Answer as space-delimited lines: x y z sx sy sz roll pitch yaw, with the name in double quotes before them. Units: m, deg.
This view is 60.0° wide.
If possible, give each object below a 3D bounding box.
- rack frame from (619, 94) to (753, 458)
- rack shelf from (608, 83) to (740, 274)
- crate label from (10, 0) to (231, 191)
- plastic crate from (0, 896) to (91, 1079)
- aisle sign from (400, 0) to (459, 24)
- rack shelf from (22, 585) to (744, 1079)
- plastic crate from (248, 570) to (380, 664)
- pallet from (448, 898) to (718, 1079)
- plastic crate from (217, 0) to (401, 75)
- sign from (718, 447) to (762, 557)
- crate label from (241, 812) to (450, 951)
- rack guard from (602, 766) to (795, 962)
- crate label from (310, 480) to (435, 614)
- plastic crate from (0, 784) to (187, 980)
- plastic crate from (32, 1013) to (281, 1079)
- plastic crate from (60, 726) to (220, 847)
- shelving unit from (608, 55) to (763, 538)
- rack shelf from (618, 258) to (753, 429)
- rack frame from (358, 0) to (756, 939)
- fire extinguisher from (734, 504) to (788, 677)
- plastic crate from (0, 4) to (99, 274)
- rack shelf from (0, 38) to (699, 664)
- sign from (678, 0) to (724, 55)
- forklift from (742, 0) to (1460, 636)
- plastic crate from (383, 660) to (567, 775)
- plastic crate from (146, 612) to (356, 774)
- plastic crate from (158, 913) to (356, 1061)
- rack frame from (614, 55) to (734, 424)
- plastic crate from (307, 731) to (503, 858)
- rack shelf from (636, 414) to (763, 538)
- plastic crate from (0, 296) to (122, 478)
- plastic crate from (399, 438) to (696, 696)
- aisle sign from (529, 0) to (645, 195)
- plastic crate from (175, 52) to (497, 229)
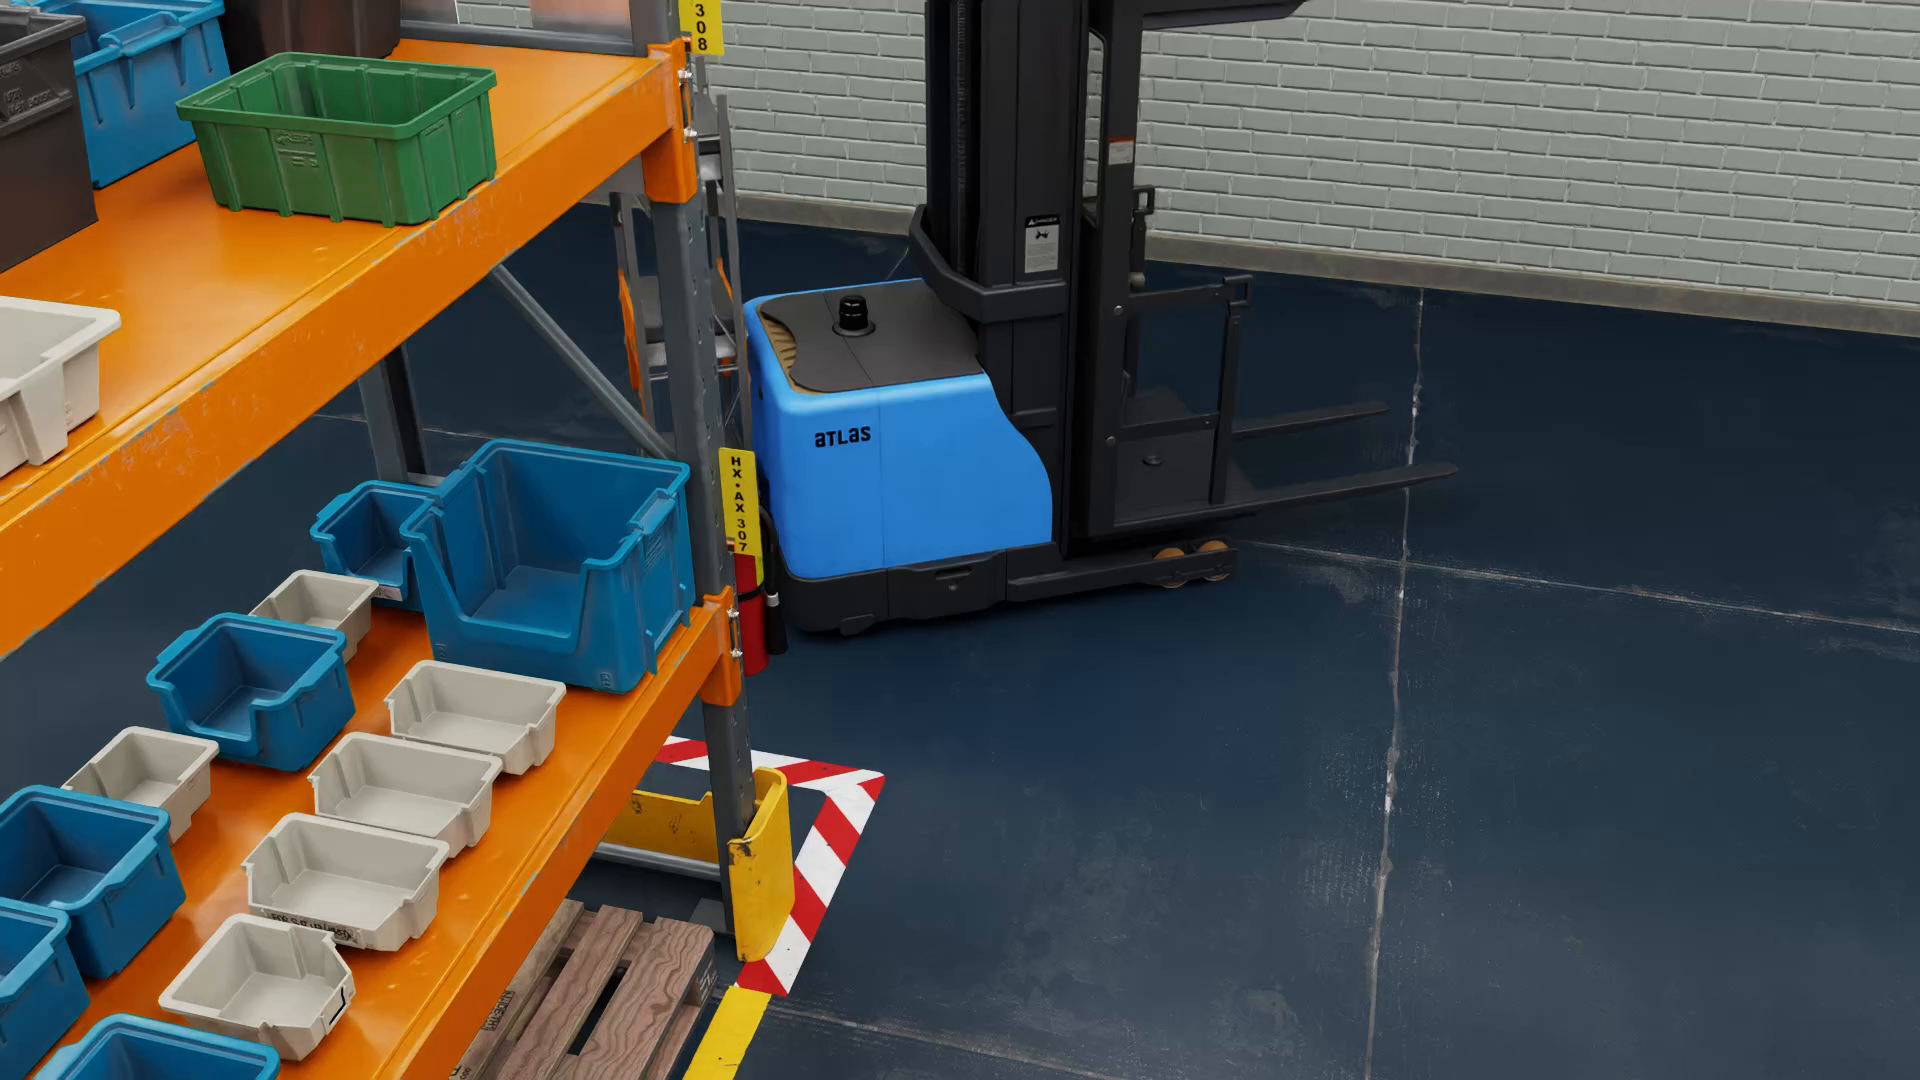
"rack frame" -1.004 -0.630 6.284 0.400 2.100 0.015 -9 34 -14
"rack shelf" -1.073 -1.335 6.114 0.431 0.518 0.480 -9 34 -14
"crate label" -1.671 -0.866 3.158 0.408 0.251 0.502 8 33 12
"plastic crate" -1.916 0.870 3.185 0.416 0.233 0.300 8 33 12
"aisle sign" -1.394 -1.272 4.032 0.394 0.787 0.004 8 33 12
"rack shelf" -1.632 1.244 3.167 1.077 0.370 4.000 8 33 12
"plastic crate" -1.667 0.227 4.287 0.250 0.136 0.298 8 33 12
"pallet" -1.372 1.502 4.690 1.003 0.211 1.213 8 33 12
"plastic crate" -1.492 -1.146 3.583 0.497 0.269 0.590 8 33 12
"sign" -0.588 -0.100 4.459 0.100 0.325 0.005 8 33 12
"crate label" -1.291 0.733 3.491 0.396 0.136 0.243 8 33 12
"rack guard" -1.131 0.943 5.300 1.175 0.500 0.348 8 33 12
"crate label" -1.506 0.031 4.505 0.416 0.233 0.303 8 33 12
"plastic crate" -1.840 0.715 3.430 0.416 0.233 0.300 8 33 12
"plastic crate" -1.398 1.049 2.905 0.416 0.233 0.300 8 33 12
"plastic crate" -1.839 0.579 3.733 0.250 0.136 0.298 8 33 12
"shelving unit" -1.073 -0.756 6.482 0.431 2.100 0.503 -9 34 -14
"rack shelf" -1.073 -0.744 6.489 0.431 0.518 0.480 -9 34 -14
"rack frame" -1.125 -0.097 4.607 1.000 3.000 0.127 8 33 12
"fire extinguisher" -0.647 0.076 4.754 0.296 0.674 0.183 8 33 12
"plastic crate" -1.778 -0.582 2.631 0.504 0.338 0.767 8 33 12
"rack shelf" -1.632 -0.022 2.363 1.077 0.370 4.000 8 33 12
"sign" -0.588 -1.252 3.726 0.100 0.325 0.005 8 33 12
"forklift" 0.657 -1.299 6.561 3.031 2.935 1.130 -9 34 -14
"plastic crate" -1.157 0.437 3.957 0.396 0.136 0.243 8 33 12
"plastic crate" -1.673 0.373 3.967 0.416 0.233 0.300 8 33 12
"plastic crate" -1.348 0.889 3.246 0.298 0.136 0.250 8 33 12
"rack frame" -1.142 -0.882 6.679 0.400 2.100 0.015 -9 34 -14
"plastic crate" -1.244 0.585 3.724 0.396 0.136 0.243 8 33 12
"rack shelf" -1.073 -0.154 6.865 0.431 0.518 0.480 -9 34 -14
"plastic crate" -1.409 -0.146 2.133 0.437 0.136 0.530 8 33 12
"plastic crate" -1.029 0.062 4.268 0.616 0.435 0.499 8 33 12
"aisle sign" -0.823 -1.192 3.906 0.394 0.787 0.004 8 33 12
"plastic crate" -1.099 -0.723 2.993 0.450 0.188 0.336 8 33 12
